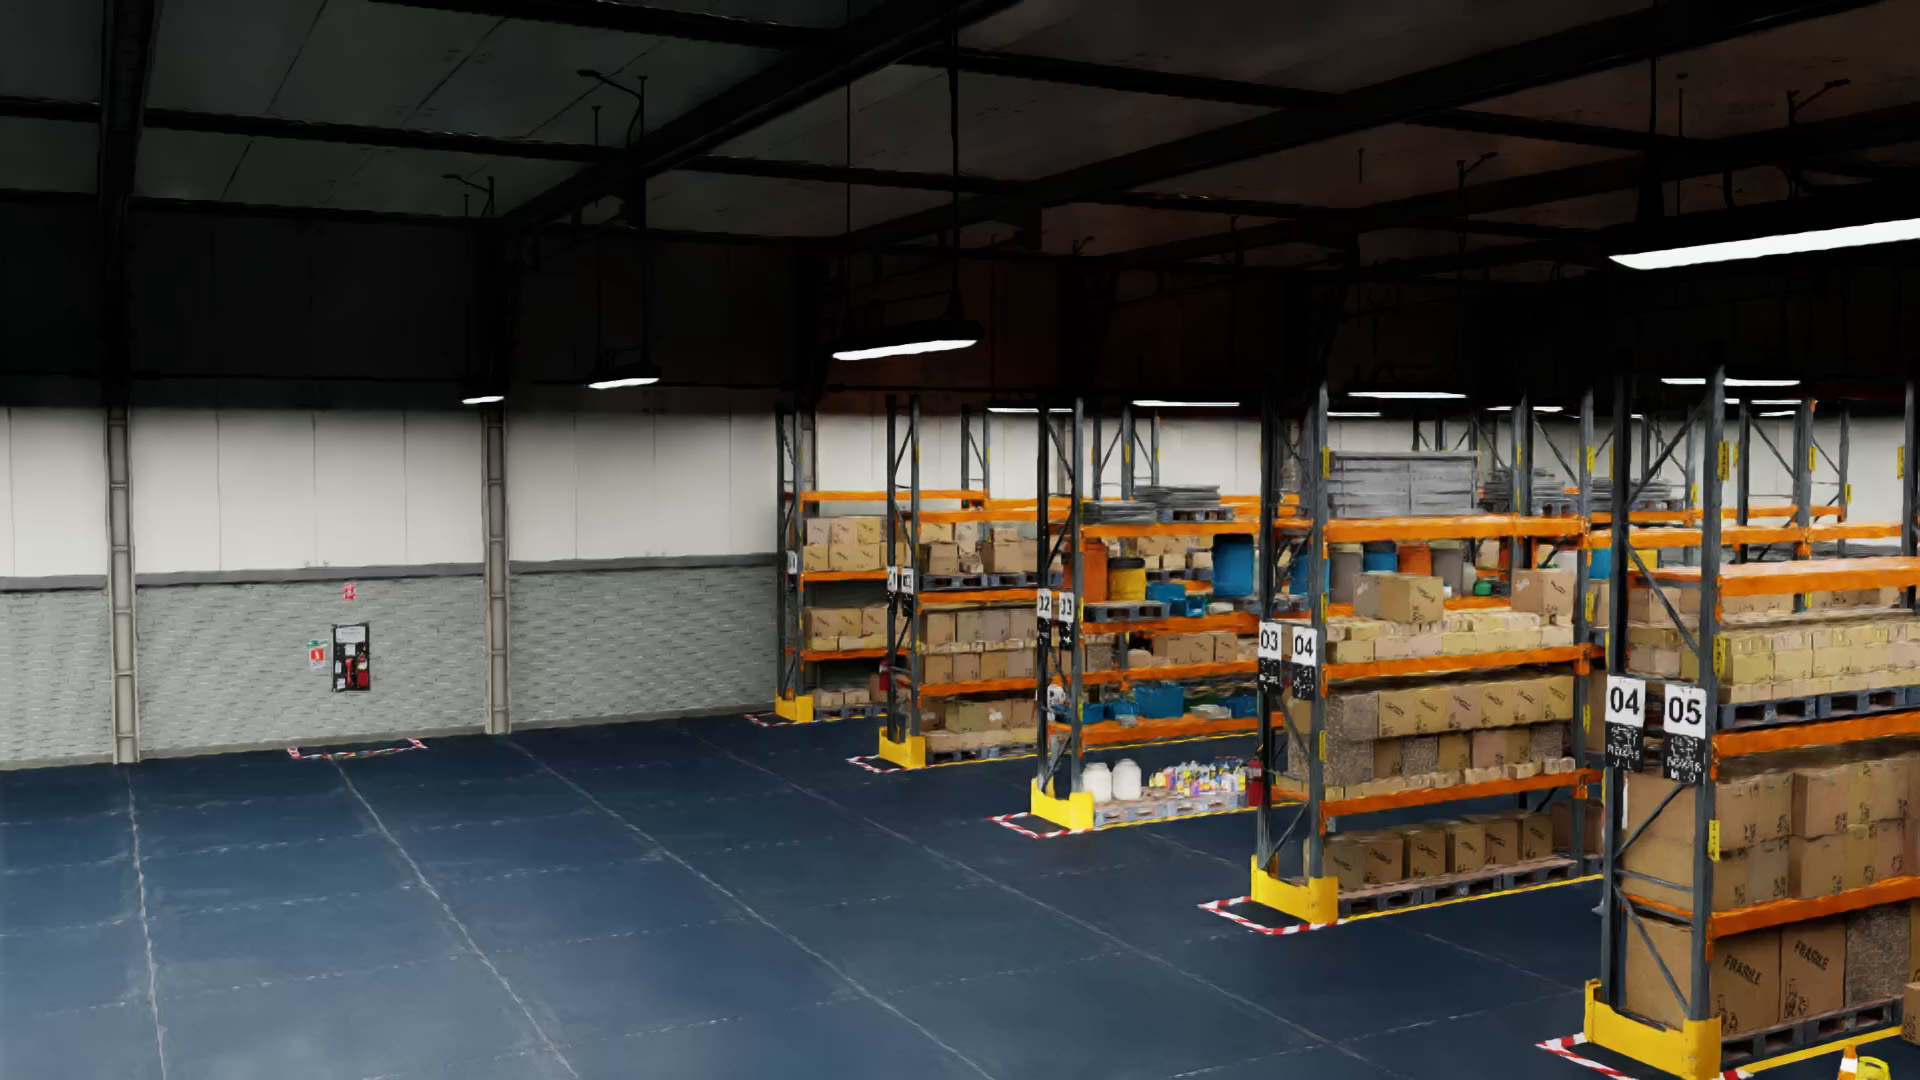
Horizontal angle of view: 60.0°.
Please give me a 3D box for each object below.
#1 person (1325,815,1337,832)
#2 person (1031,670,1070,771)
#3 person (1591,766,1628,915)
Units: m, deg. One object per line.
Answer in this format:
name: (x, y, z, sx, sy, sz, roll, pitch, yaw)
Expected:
person: (4.938, 3.039, 22.449, 0.840, 1.705, 0.699, -3, 5, -44)
person: (1.485, 2.860, 26.526, 0.624, 1.603, 0.776, 3, 4, 43)
person: (7.306, 3.252, 18.418, 1.123, 1.709, 0.553, -2, 4, -25)
